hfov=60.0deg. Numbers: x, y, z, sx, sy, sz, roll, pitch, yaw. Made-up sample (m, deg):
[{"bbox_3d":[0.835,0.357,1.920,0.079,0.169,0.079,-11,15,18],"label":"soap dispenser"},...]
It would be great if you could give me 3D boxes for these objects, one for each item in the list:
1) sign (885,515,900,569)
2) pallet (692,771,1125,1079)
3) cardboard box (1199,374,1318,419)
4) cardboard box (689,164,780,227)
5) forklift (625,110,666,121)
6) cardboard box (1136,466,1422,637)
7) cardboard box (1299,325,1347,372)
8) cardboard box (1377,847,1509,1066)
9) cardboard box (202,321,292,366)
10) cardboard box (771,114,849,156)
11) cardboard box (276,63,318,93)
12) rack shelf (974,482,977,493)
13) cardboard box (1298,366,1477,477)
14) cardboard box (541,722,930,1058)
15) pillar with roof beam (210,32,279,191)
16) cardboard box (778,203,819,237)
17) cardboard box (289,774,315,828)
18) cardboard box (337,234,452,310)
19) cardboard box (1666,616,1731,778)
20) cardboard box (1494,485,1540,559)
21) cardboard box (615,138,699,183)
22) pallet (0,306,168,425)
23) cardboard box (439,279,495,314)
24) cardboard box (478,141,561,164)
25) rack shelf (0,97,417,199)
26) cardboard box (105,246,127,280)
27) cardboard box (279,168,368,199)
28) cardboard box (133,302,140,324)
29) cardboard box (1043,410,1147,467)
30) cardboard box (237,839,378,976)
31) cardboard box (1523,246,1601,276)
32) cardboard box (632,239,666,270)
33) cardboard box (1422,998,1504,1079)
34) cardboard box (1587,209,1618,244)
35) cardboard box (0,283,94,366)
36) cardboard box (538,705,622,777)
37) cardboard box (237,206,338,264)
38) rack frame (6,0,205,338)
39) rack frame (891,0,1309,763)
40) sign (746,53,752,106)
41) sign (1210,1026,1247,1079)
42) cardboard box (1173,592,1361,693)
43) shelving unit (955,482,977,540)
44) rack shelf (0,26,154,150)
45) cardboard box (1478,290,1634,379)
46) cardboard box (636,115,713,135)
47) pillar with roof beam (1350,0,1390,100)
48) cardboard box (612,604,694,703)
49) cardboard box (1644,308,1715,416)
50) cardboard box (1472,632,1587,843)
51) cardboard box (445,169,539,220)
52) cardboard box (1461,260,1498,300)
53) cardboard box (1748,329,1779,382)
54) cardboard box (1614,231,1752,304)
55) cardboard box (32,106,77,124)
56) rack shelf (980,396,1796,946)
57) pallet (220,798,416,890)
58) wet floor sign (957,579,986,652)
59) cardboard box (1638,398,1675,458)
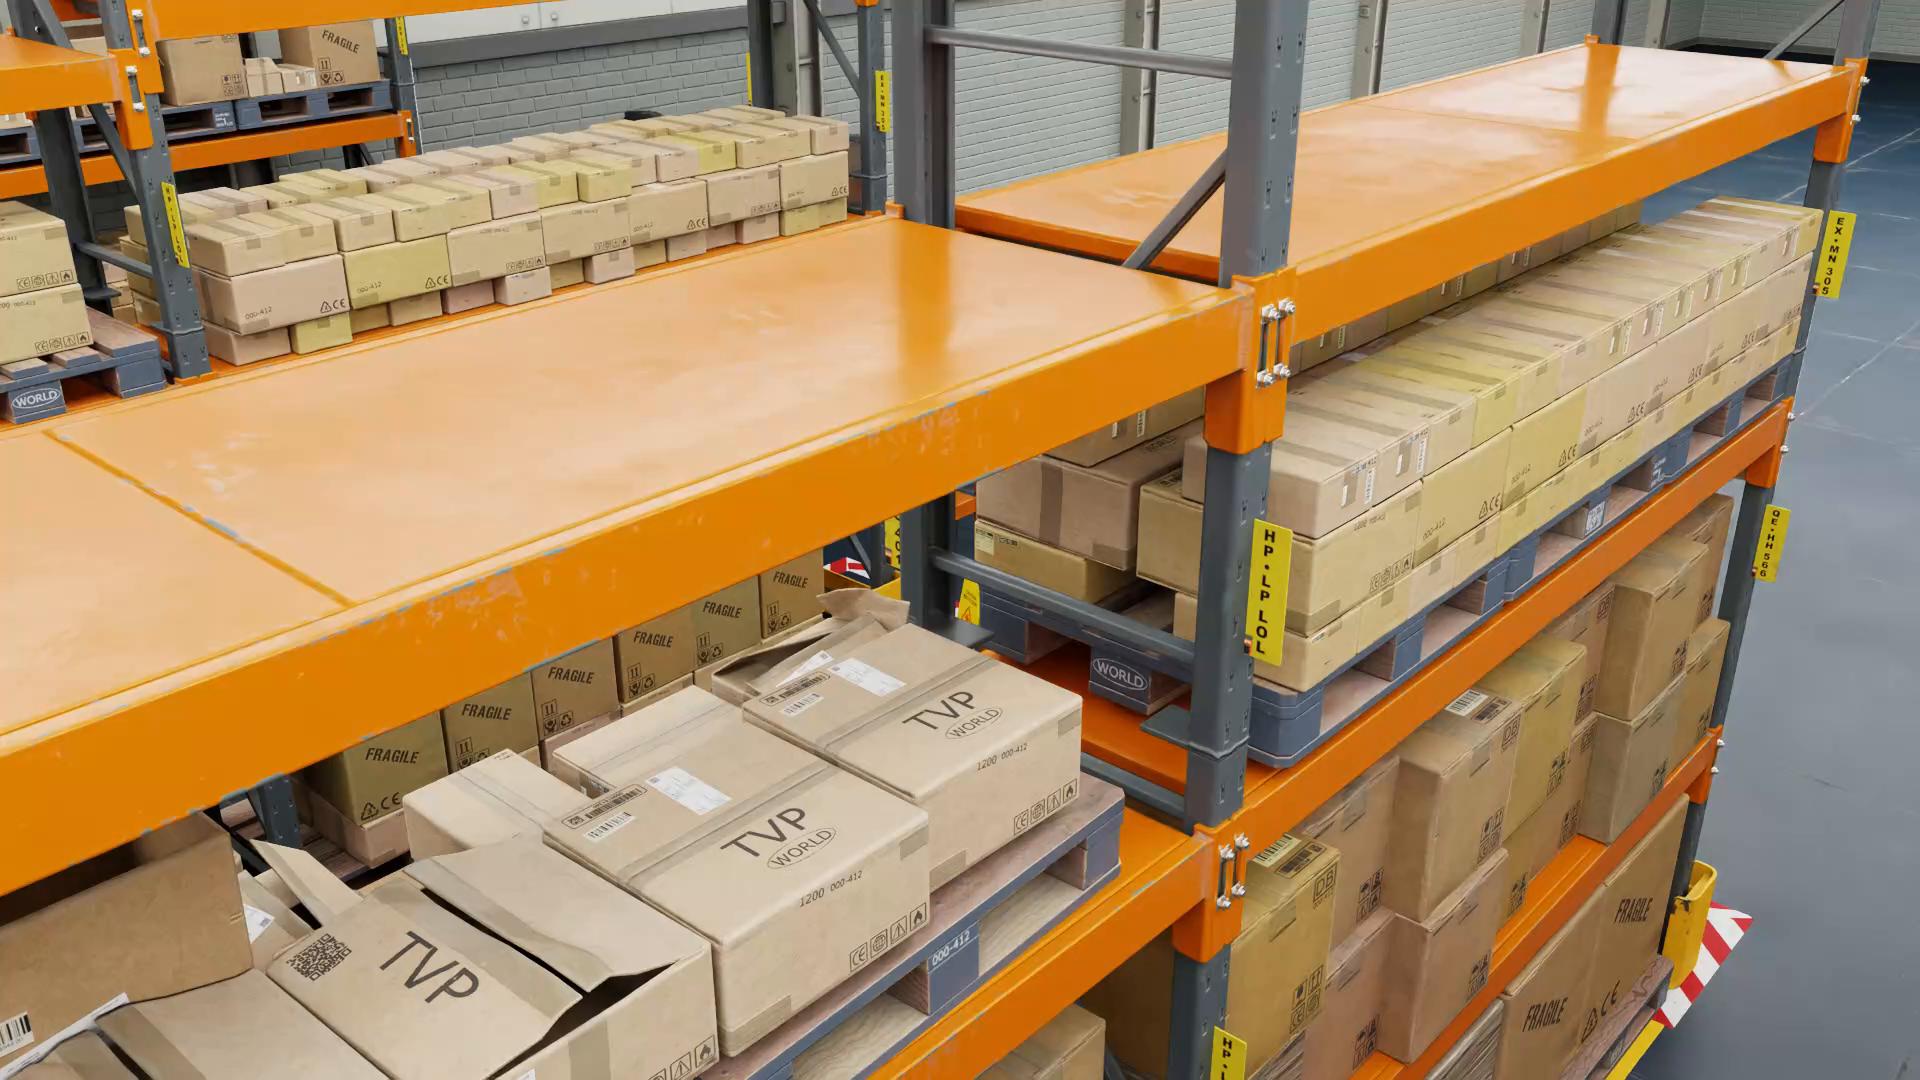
[{"bbox_3d":[-0.159,-0.074,4.324,0.100,0.325,0.005,20,31,38],"label":"sign"},{"bbox_3d":[-0.320,0.730,3.495,0.805,0.209,1.217,19,30,36],"label":"pallet"},{"bbox_3d":[0.730,-0.329,4.807,0.500,0.250,0.500,20,31,37],"label":"cardboard box"},{"bbox_3d":[-1.316,-1.878,8.898,0.500,0.250,0.500,20,31,37],"label":"cardboard box"},{"bbox_3d":[-2.708,-1.586,12.175,3.031,2.935,1.130,-1,24,-3],"label":"forklift"},{"bbox_3d":[0.790,-0.027,4.134,0.500,0.250,0.500,20,31,38],"label":"cardboard box"},{"bbox_3d":[0.937,-0.644,5.022,0.380,0.149,0.250,20,31,38],"label":"cardboard box"},{"bbox_3d":[1.291,1.228,5.633,0.875,0.550,0.550,20,31,38],"label":"cardboard box"},{"bbox_3d":[-3.104,-0.885,7.169,0.380,0.149,0.250,20,31,37],"label":"cardboard box"},{"bbox_3d":[-0.835,-2.256,9.251,0.380,0.149,0.250,21,31,38],"label":"cardboard box"},{"bbox_3d":[-4.855,-3.331,11.990,0.380,0.149,0.250,19,30,36],"label":"cardboard box"},{"bbox_3d":[-0.036,-0.453,11.974,0.215,0.259,0.240,20,31,38],"label":"rack shelf"},{"bbox_3d":[1.090,-0.310,4.277,0.380,0.149,0.250,20,31,37],"label":"cardboard box"},{"bbox_3d":[-0.405,0.617,3.060,0.500,0.250,0.500,20,31,37],"label":"cardboard box"},{"bbox_3d":[-2.458,-3.771,9.633,9.100,9.000,0.400,20,31,38],"label":"pillar with roof beam"},{"bbox_3d":[-1.000,-1.806,9.222,0.380,0.149,0.250,20,31,38],"label":"cardboard box"},{"bbox_3d":[-3.304,1.207,8.710,0.500,0.250,0.500,22,32,40],"label":"cardboard box"},{"bbox_3d":[-2.664,-1.258,7.513,0.500,0.250,0.500,20,31,37],"label":"cardboard box"},{"bbox_3d":[2.711,0.557,7.130,0.875,0.550,0.550,20,31,38],"label":"cardboard box"},{"bbox_3d":[1.429,-0.102,4.787,0.380,0.149,0.250,20,31,37],"label":"cardboard box"},{"bbox_3d":[-1.568,-1.969,8.612,0.380,0.149,0.250,20,31,38],"label":"cardboard box"},{"bbox_3d":[-3.990,-0.727,6.739,1.213,0.211,1.003,20,31,38],"label":"pallet"},{"bbox_3d":[-2.425,-1.199,7.869,0.380,0.149,0.250,19,30,36],"label":"cardboard box"},{"bbox_3d":[-2.257,-1.932,8.529,0.380,0.149,0.250,21,32,39],"label":"cardboard box"},{"bbox_3d":[-5.863,-2.607,11.581,1.077,0.370,4.000,20,31,38],"label":"rack shelf"},{"bbox_3d":[-5.810,-1.945,11.614,0.380,0.149,0.250,20,31,38],"label":"cardboard box"},{"bbox_3d":[-3.017,-1.647,7.893,0.380,0.149,0.250,21,32,39],"label":"cardboard box"},{"bbox_3d":[-5.683,-1.532,11.848,0.500,0.500,0.500,20,31,38],"label":"cardboard box"},{"bbox_3d":[0.262,-0.335,4.333,0.380,0.149,0.250,20,31,37],"label":"cardboard box"},{"bbox_3d":[-1.151,0.686,2.888,0.396,0.266,0.258,20,31,38],"label":"cardboard box"},{"bbox_3d":[2.074,-0.942,6.173,0.500,0.250,0.500,20,31,37],"label":"cardboard box"},{"bbox_3d":[-1.734,-1.508,8.558,0.380,0.149,0.250,19,30,36],"label":"cardboard box"},{"bbox_3d":[1.326,2.048,6.071,0.875,0.875,0.875,20,31,38],"label":"cardboard box"},{"bbox_3d":[2.297,-1.265,6.406,0.380,0.149,0.250,20,31,38],"label":"cardboard box"},{"bbox_3d":[-3.780,-0.877,6.514,0.500,0.250,0.500,19,31,37],"label":"cardboard box"},{"bbox_3d":[-2.204,1.026,9.113,0.500,0.250,0.500,20,31,37],"label":"cardboard box"},{"bbox_3d":[-2.893,-1.315,7.153,0.380,0.149,0.250,21,32,39],"label":"cardboard box"},{"bbox_3d":[-3.498,-2.340,6.441,1.000,3.000,0.127,20,31,38],"label":"rack frame"},{"bbox_3d":[0.255,-1.019,3.495,1.000,3.000,0.127,20,31,38],"label":"rack frame"},{"bbox_3d":[-1.233,-2.737,9.924,0.100,0.325,0.005,20,31,38],"label":"sign"},{"bbox_3d":[0.666,1.371,4.178,0.100,0.325,0.005,20,31,38],"label":"sign"},{"bbox_3d":[0.751,0.209,4.094,0.380,0.149,0.250,20,31,37],"label":"cardboard box"},{"bbox_3d":[-0.036,-0.463,11.970,0.215,1.050,0.252,20,31,38],"label":"shelving unit"},{"bbox_3d":[-4.833,-1.220,5.311,1.077,0.370,4.000,20,31,38],"label":"rack shelf"},{"bbox_3d":[1.767,-0.619,4.965,0.380,0.149,0.250,20,31,37],"label":"cardboard box"},{"bbox_3d":[-1.587,-2.246,9.231,0.380,0.149,0.250,20,31,37],"label":"cardboard box"},{"bbox_3d":[9.556,-9.255,21.865,9.100,9.000,0.400,20,31,38],"label":"pillar with roof beam"},{"bbox_3d":[-1.857,0.527,9.311,0.500,0.500,0.500,19,31,36],"label":"cardboard box"},{"bbox_3d":[2.136,-0.643,5.508,0.500,0.250,0.500,20,31,37],"label":"cardboard box"},{"bbox_3d":[1.618,0.564,5.793,0.875,0.550,0.500,20,31,38],"label":"cardboard box"},{"bbox_3d":[-2.217,-1.639,7.877,0.380,0.149,0.250,20,31,37],"label":"cardboard box"},{"bbox_3d":[1.616,-0.954,5.713,0.380,0.149,0.250,20,31,37],"label":"cardboard box"},{"bbox_3d":[2.787,-0.721,6.169,0.380,0.149,0.250,20,31,38],"label":"cardboard box"},{"bbox_3d":[2.442,-0.927,5.653,0.380,0.149,0.250,21,31,38],"label":"cardboard box"},{"bbox_3d":[-5.981,-2.871,10.820,0.396,0.266,0.258,19,31,36],"label":"cardboard box"},{"bbox_3d":[1.590,0.068,5.615,1.077,0.370,4.000,20,31,38],"label":"rack shelf"},{"bbox_3d":[-3.077,1.456,8.717,1.003,0.211,1.213,20,31,38],"label":"pallet"},{"bbox_3d":[0.095,0.487,10.346,0.232,0.644,0.267,-12,27,-25],"label":"wet floor sign"},{"bbox_3d":[2.107,-0.411,5.477,0.380,0.149,0.250,20,31,38],"label":"cardboard box"}]
